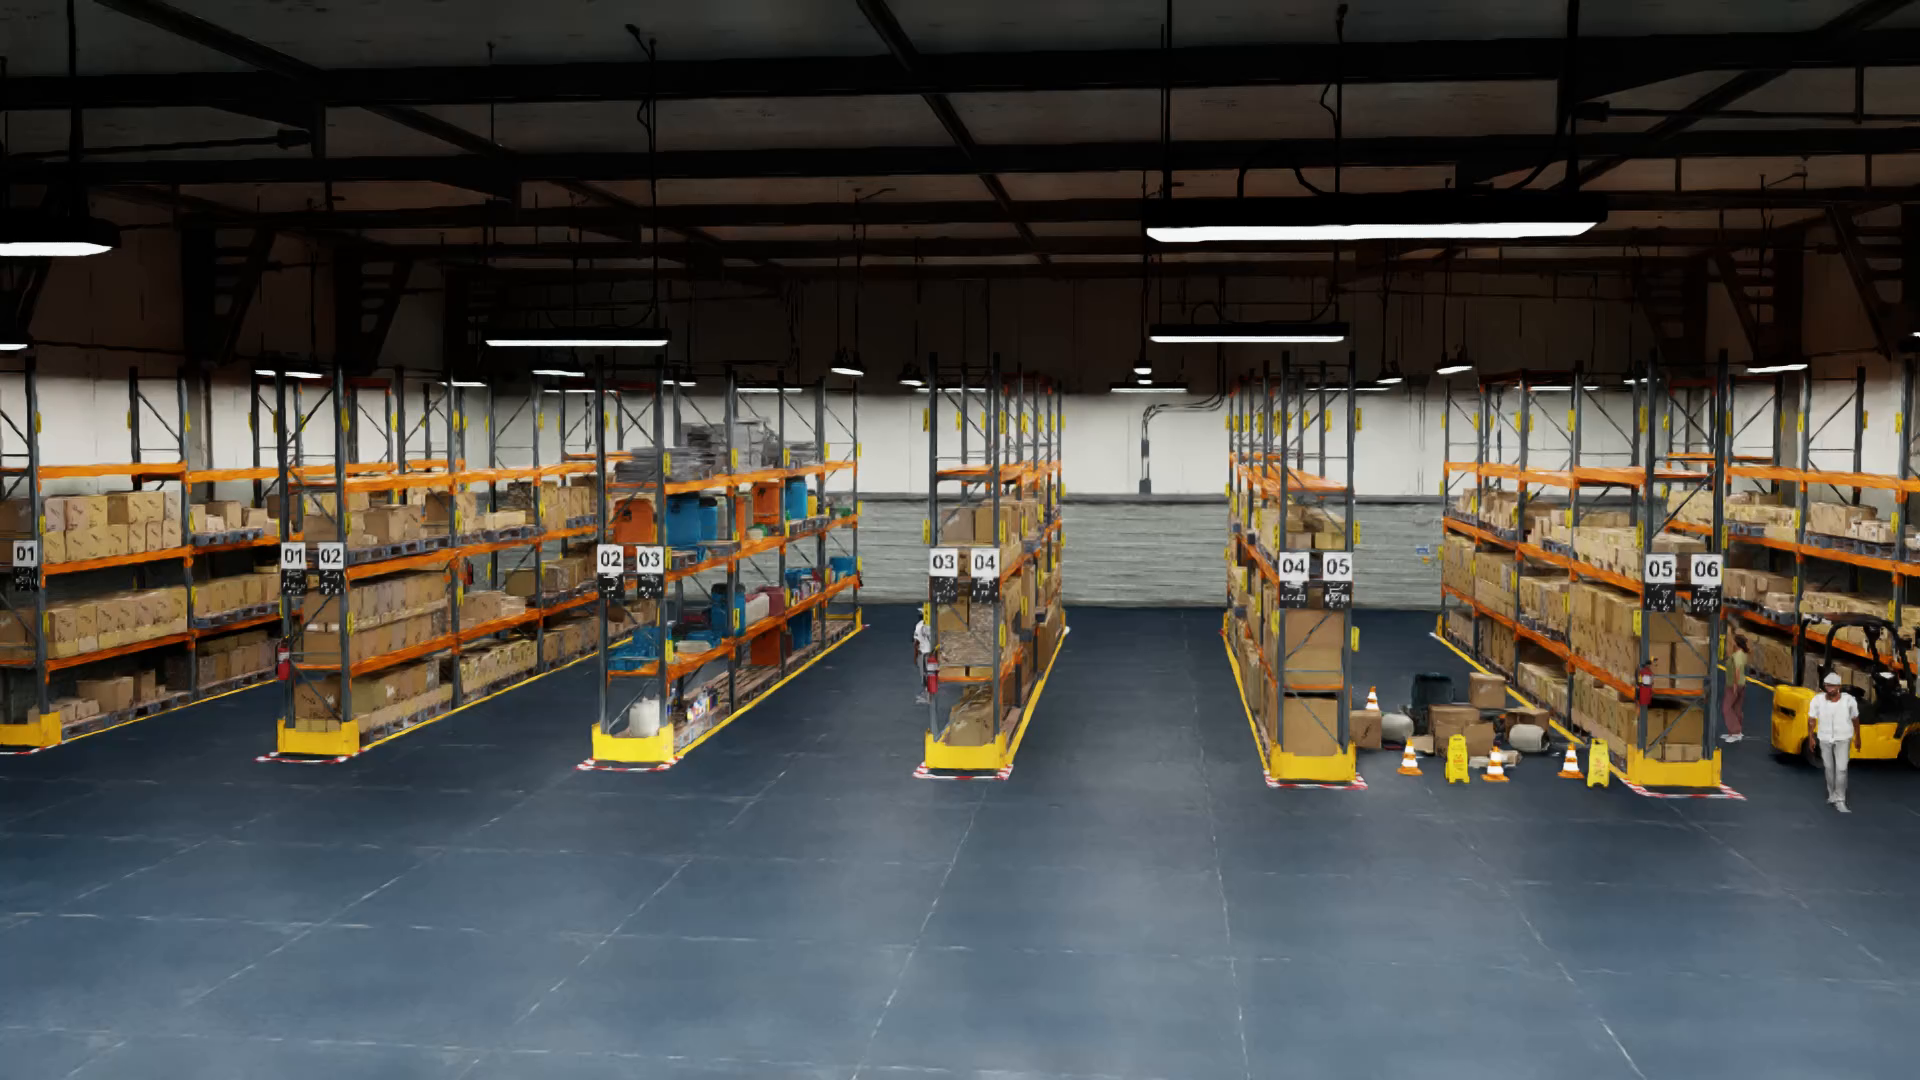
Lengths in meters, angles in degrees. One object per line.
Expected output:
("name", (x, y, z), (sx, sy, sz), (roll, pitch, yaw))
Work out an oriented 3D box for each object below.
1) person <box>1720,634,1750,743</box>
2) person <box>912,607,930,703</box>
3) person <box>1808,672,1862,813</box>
("person", (12.176, 2.320, 26.136), (0.371, 1.681, 0.565), (4, 6, 43))
("person", (-0.651, 2.050, 29.776), (0.517, 1.670, 0.563), (3, 5, 36))
("person", (11.388, 2.610, 21.669), (0.608, 1.798, 0.597), (3, 5, 38))
